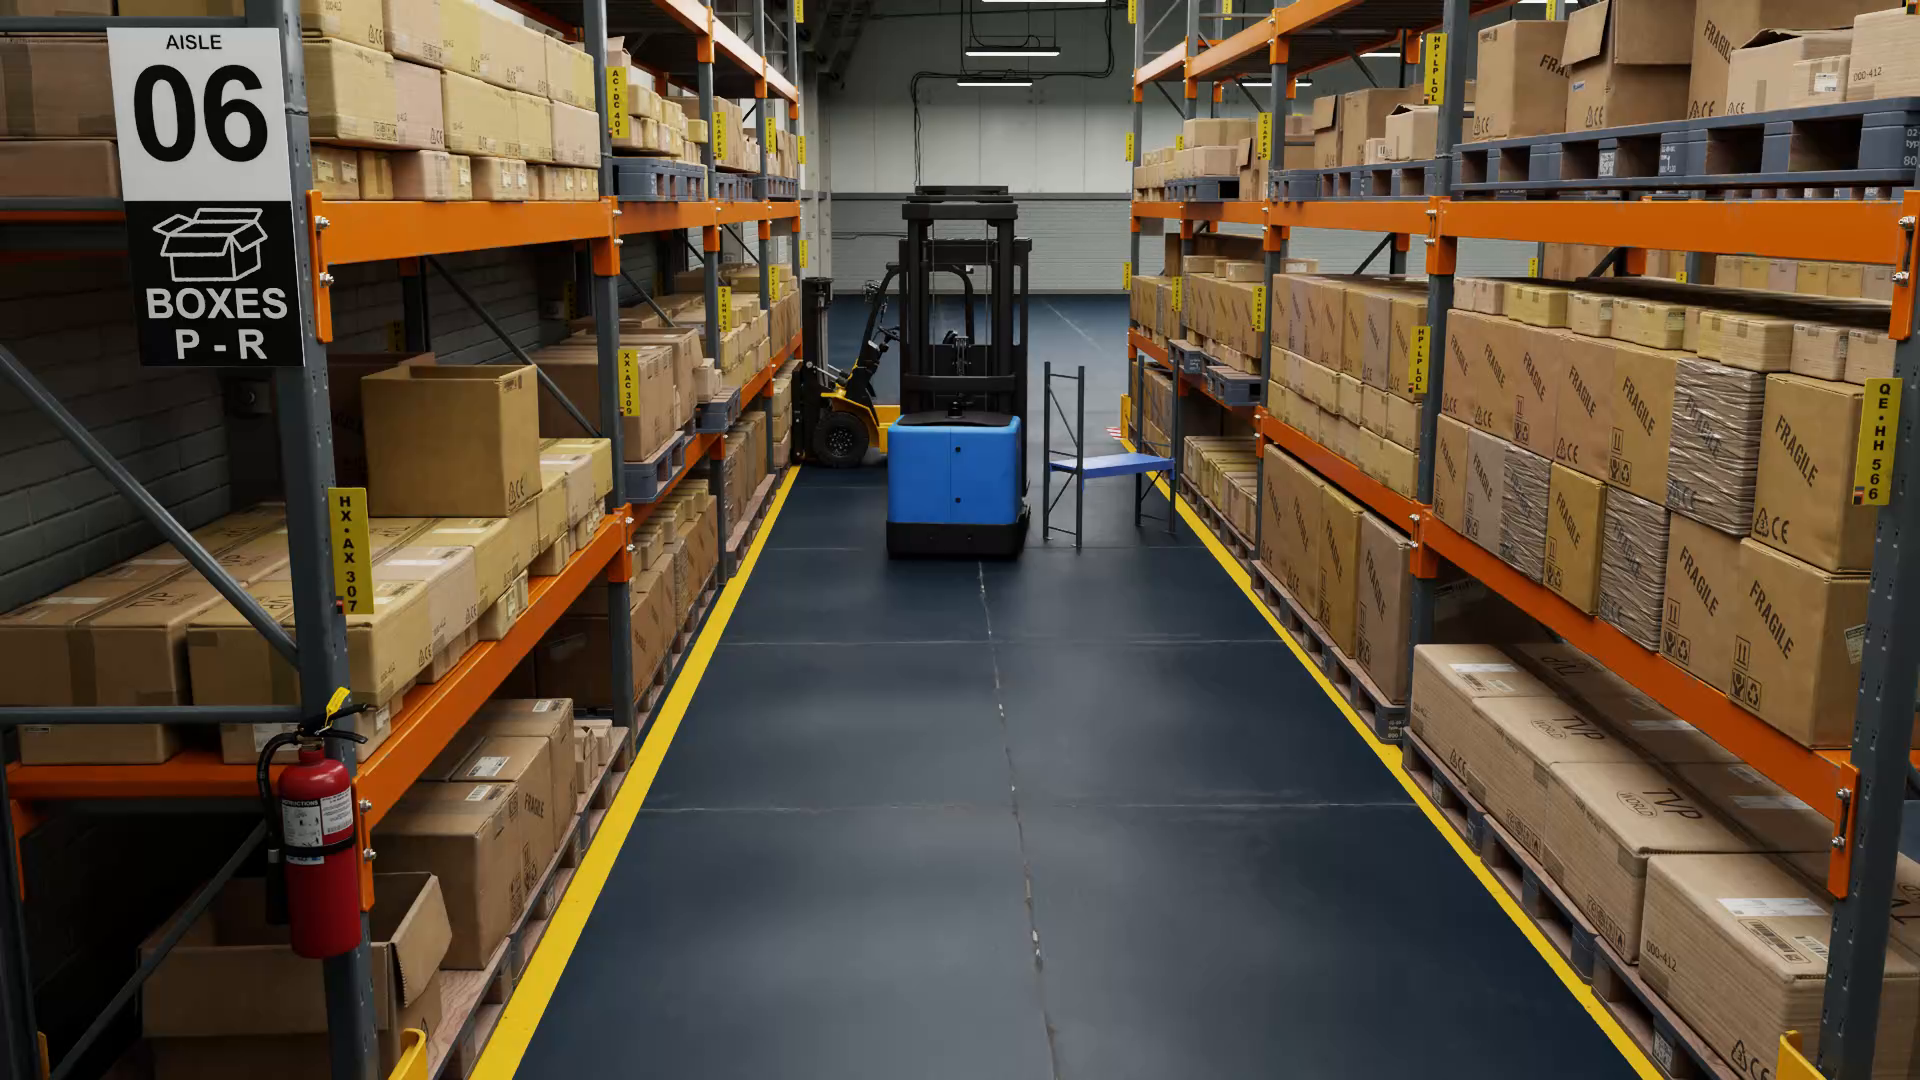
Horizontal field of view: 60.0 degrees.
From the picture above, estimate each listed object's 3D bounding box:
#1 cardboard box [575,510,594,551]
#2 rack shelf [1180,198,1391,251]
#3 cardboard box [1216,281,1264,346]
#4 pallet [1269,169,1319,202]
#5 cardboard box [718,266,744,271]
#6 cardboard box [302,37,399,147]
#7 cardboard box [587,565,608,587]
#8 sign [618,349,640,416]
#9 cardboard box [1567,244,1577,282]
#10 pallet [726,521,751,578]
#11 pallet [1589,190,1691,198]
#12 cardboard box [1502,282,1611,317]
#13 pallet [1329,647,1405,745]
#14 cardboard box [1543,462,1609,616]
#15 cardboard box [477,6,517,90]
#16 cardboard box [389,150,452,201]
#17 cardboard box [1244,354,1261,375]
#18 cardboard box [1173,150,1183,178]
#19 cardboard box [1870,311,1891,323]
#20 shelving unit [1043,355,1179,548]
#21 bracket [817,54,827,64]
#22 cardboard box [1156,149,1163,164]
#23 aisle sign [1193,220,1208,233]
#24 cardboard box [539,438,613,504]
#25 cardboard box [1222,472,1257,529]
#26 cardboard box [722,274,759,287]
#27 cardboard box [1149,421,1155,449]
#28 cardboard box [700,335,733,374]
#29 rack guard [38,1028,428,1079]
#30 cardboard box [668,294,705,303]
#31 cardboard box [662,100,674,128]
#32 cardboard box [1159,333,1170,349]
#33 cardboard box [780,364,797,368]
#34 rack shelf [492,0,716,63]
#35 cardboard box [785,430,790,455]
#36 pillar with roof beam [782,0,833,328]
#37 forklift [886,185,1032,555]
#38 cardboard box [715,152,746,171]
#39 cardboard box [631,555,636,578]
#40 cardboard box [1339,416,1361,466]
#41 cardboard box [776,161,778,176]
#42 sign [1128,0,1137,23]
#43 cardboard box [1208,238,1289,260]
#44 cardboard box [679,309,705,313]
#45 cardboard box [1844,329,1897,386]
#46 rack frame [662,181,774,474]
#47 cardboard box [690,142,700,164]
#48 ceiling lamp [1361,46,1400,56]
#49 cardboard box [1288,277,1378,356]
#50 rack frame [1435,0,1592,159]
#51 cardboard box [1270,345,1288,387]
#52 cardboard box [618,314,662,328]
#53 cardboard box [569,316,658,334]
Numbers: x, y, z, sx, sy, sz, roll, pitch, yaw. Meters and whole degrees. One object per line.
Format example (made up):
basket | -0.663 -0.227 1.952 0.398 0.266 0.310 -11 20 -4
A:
cardboard box | -1.847 -0.050 7.394 0.380 0.149 0.250 0 11 0
rack shelf | 2.676 -2.670 13.942 1.077 0.370 4.000 0 11 -1
cardboard box | 2.396 -1.848 13.568 0.500 0.500 0.500 -1 12 -5
pallet | 2.783 -2.405 11.300 1.213 0.211 1.003 0 11 1
cardboard box | -2.606 -2.963 18.490 0.380 0.149 0.250 0 11 1
cardboard box | -1.816 -1.175 4.394 0.500 0.250 0.500 0 11 -2
cardboard box | -1.965 0.144 8.654 0.380 0.149 0.250 0 11 -2
sign | -1.621 -0.767 8.118 0.100 0.325 0.005 0 11 -1
cardboard box | 7.571 -3.206 19.223 0.875 0.550 0.550 0 11 -1
pallet | -2.224 0.069 13.189 1.003 0.211 1.213 0 11 -1
pallet | 7.552 -3.822 18.032 1.003 0.211 1.213 0 11 -1
cardboard box | 2.616 -1.052 7.301 0.380 0.149 0.250 0 11 -2
pallet | 2.708 0.853 9.321 1.003 0.211 1.213 0 11 -1
cardboard box | 2.568 -0.013 6.329 0.500 0.500 0.500 0 11 1
cardboard box | -1.875 -1.723 5.833 0.500 0.250 0.500 0 11 0
cardboard box | -1.776 -1.108 5.064 0.380 0.149 0.250 0 11 0
cardboard box | 2.397 -1.355 12.770 0.380 0.149 0.250 0 11 0
cardboard box | 2.246 -3.435 15.223 0.500 0.250 0.500 -1 11 -3
cardboard box | 3.161 -0.650 5.320 0.380 0.149 0.250 -1 11 -3
shelving unit | 1.277 -0.770 14.080 1.048 1.500 0.538 -8 14 -33
bracket | -3.430 -11.976 41.405 0.235 0.232 0.430 0 11 -1
cardboard box | 2.282 -4.058 17.599 0.380 0.149 0.250 0 11 0
aisle sign | 2.840 -4.033 19.856 0.394 0.787 0.004 0 11 -1
cardboard box | -1.909 -0.311 7.677 0.500 0.250 0.500 0 11 0
cardboard box | 2.692 -0.332 13.705 0.950 0.372 0.625 0 11 -2
cardboard box | -2.152 -2.558 16.493 0.380 0.149 0.250 0 11 0
cardboard box | 2.326 -1.132 17.954 0.500 0.250 0.500 0 11 0
cardboard box | -1.986 -1.395 12.510 0.500 0.250 0.500 0 11 -1
rack guard | -2.082 1.666 4.589 1.175 0.500 0.348 0 11 -1
cardboard box | -2.535 -2.225 15.601 0.380 0.149 0.250 0 11 -2
cardboard box | -1.826 -2.404 9.394 0.380 0.149 0.250 0 11 -1
cardboard box | 2.299 -2.092 17.458 0.380 0.149 0.250 0 11 -2
cardboard box | -2.073 -1.881 19.131 0.500 0.250 0.500 0 11 0
rack shelf | -2.204 -3.128 9.660 1.077 0.370 4.000 0 11 -1
cardboard box | -2.033 -0.986 17.234 0.500 0.250 0.500 0 11 -2
pillar with roof beam | 0.635 -9.118 36.371 9.100 9.000 0.548 0 11 -1
forklift | 0.052 -1.560 14.379 1.130 2.935 3.031 1 12 5
cardboard box | -1.986 -3.160 13.872 0.380 0.149 0.250 0 11 -2
cardboard box | -2.004 0.184 9.206 0.380 0.149 0.250 -1 11 -4
cardboard box | 2.538 -0.576 9.733 0.500 0.250 0.500 -1 11 -3
cardboard box | -2.050 -3.774 16.898 0.380 0.149 0.250 0 11 1
sign | 2.009 -6.180 19.339 0.100 0.325 0.005 0 11 -1
cardboard box | 2.842 -2.723 16.425 0.700 0.500 0.500 0 11 -2
cardboard box | -2.049 -1.771 13.363 0.380 0.149 0.250 0 11 -1
cardboard box | 2.675 -0.492 4.544 0.380 0.149 0.250 0 11 0
rack frame | -2.328 -1.929 16.024 1.000 3.000 0.127 0 11 -1
cardboard box | -1.998 -2.657 11.439 0.380 0.149 0.250 0 11 0
ceiling lamp | 8.487 -11.817 34.994 2.000 3.185 0.800 0 11 -1
cardboard box | 2.503 -1.497 11.126 0.500 0.500 0.500 0 11 -1
rack frame | 2.800 -3.300 7.693 1.000 3.000 0.127 0 11 -1
cardboard box | 2.481 -1.225 11.673 0.500 0.250 0.500 0 11 -2
cardboard box | -2.516 -1.668 12.854 0.380 0.149 0.250 0 11 -1
cardboard box | -2.391 -1.286 11.546 0.500 0.500 0.500 0 11 2
